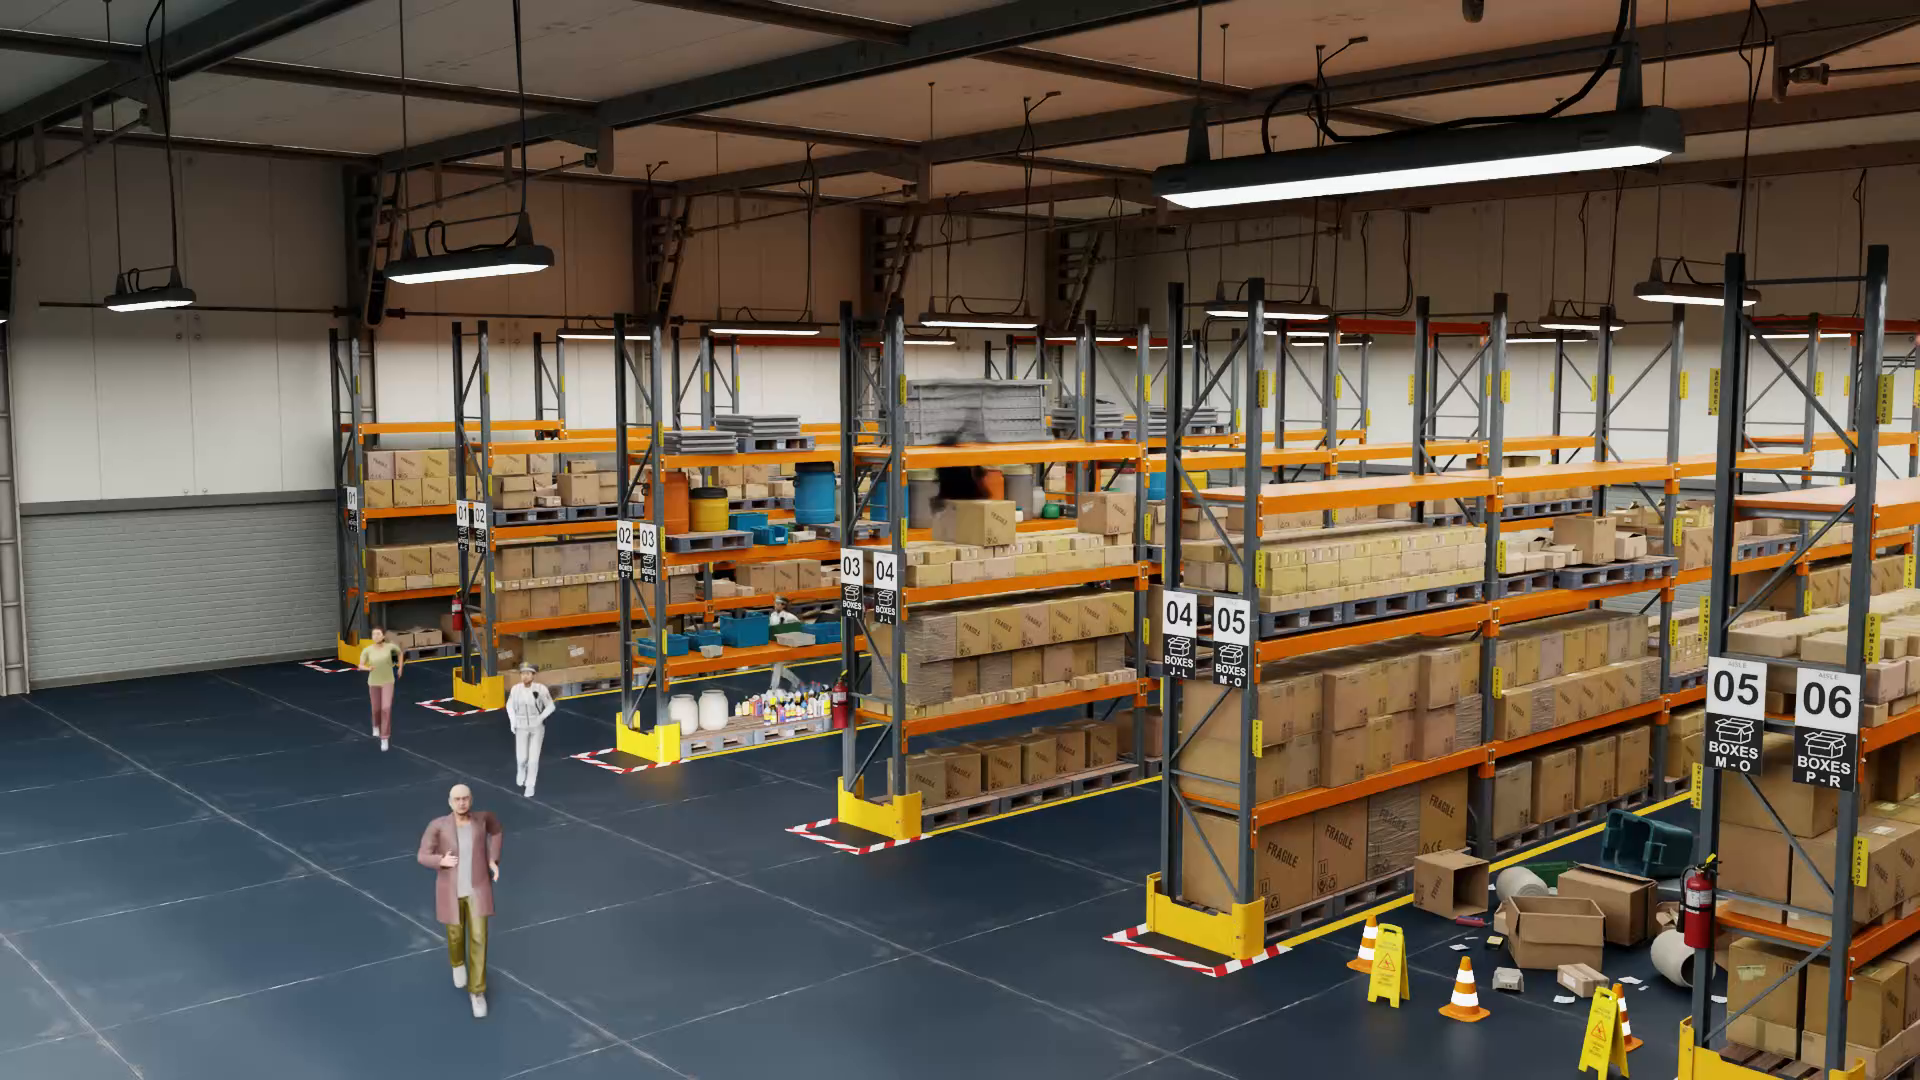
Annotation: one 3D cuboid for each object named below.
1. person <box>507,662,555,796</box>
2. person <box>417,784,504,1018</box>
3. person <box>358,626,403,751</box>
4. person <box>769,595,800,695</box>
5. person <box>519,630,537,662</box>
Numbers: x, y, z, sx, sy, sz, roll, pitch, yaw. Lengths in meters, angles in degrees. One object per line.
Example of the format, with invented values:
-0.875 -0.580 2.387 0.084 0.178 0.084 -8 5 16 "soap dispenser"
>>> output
-5.299 2.321 20.507 0.605 1.669 0.569 -1 6 -6 "person"
-4.090 2.902 13.689 0.698 1.804 0.981 -2 6 -19 "person"
-8.101 2.033 23.290 0.583 1.696 0.954 -1 6 -13 "person"
-2.847 1.690 26.320 0.615 1.667 0.958 5 7 39 "person"
-7.381 1.507 28.701 0.586 1.649 0.574 -5 8 -43 "person"
